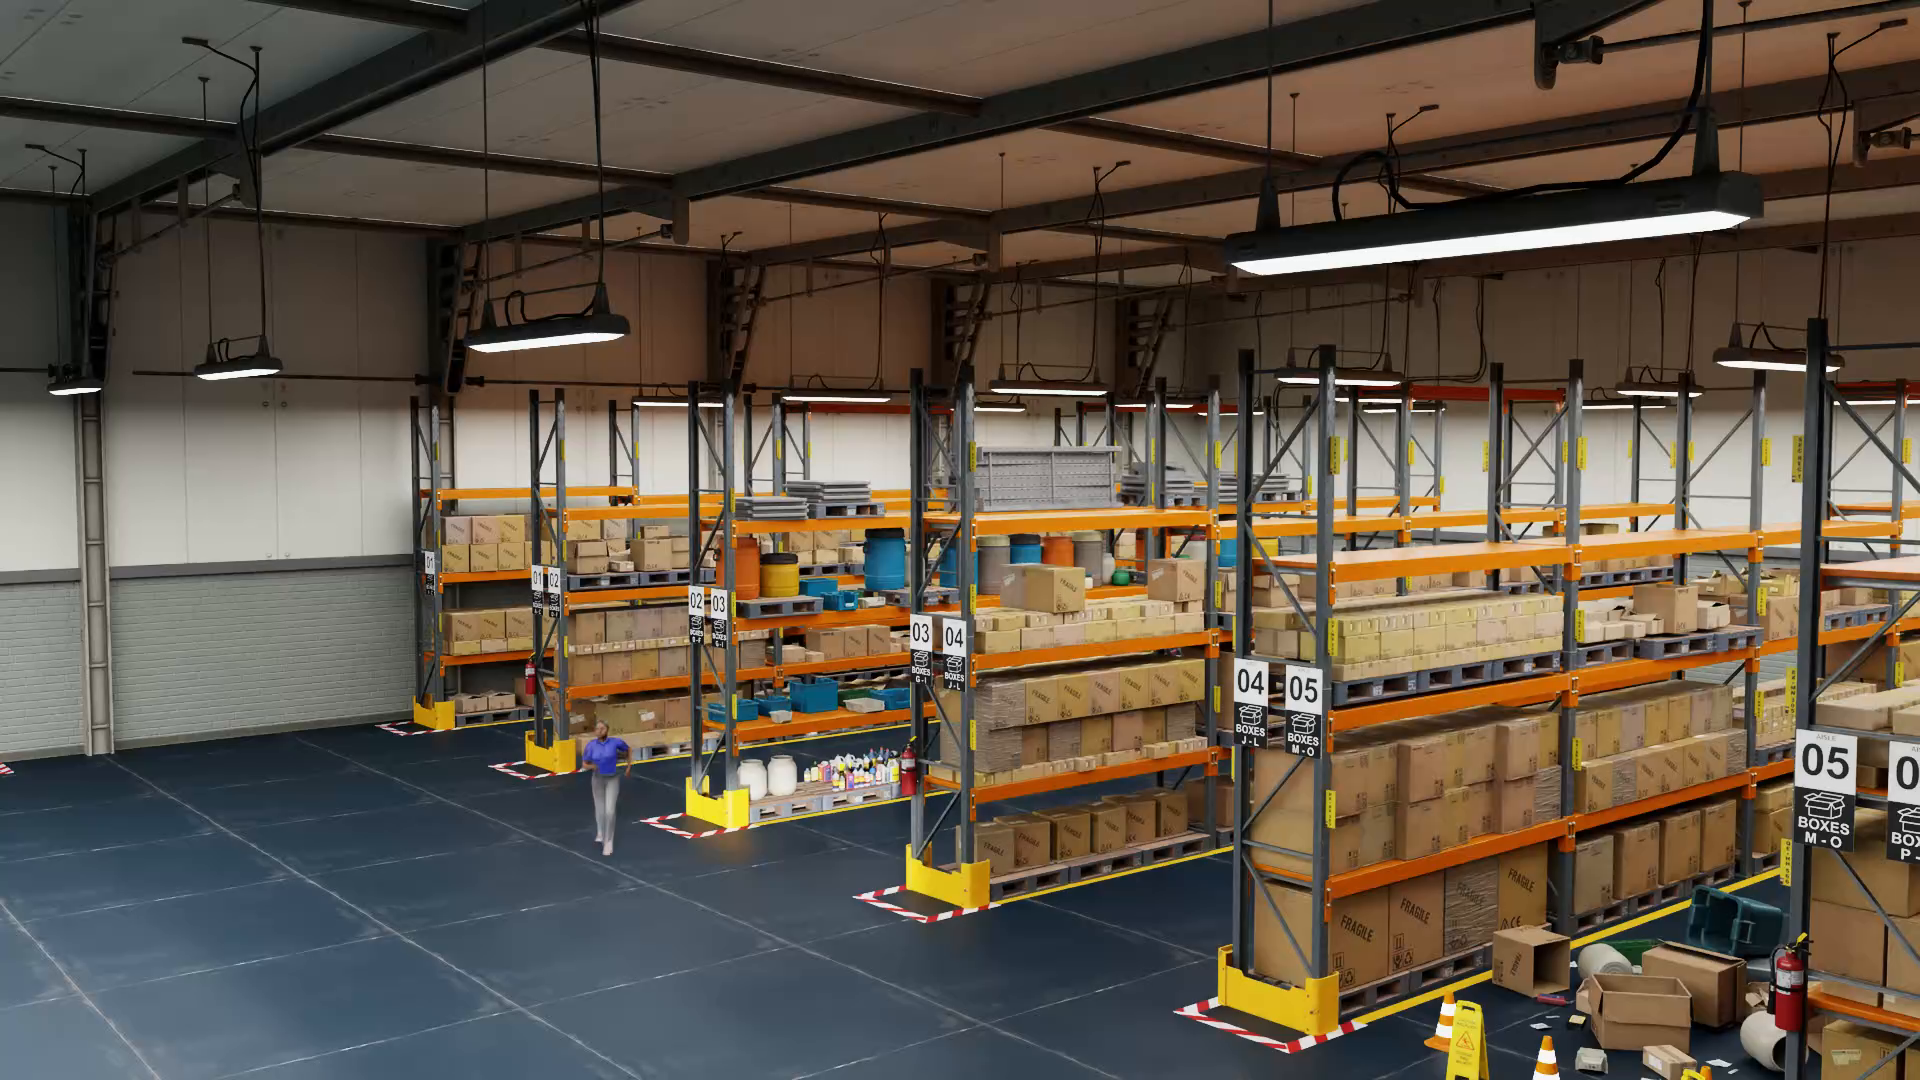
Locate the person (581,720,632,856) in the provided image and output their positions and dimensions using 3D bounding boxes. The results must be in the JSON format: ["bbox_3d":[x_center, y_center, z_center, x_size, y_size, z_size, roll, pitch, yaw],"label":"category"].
[{"bbox_3d":[-4.466,3.105,21.033,0.584,1.697,0.884,0,3,-1],"label":"person"}]

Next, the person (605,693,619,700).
[{"bbox_3d":[-6.091,2.640,29.180,0.598,1.631,0.602,-3,5,-42],"label":"person"}]
